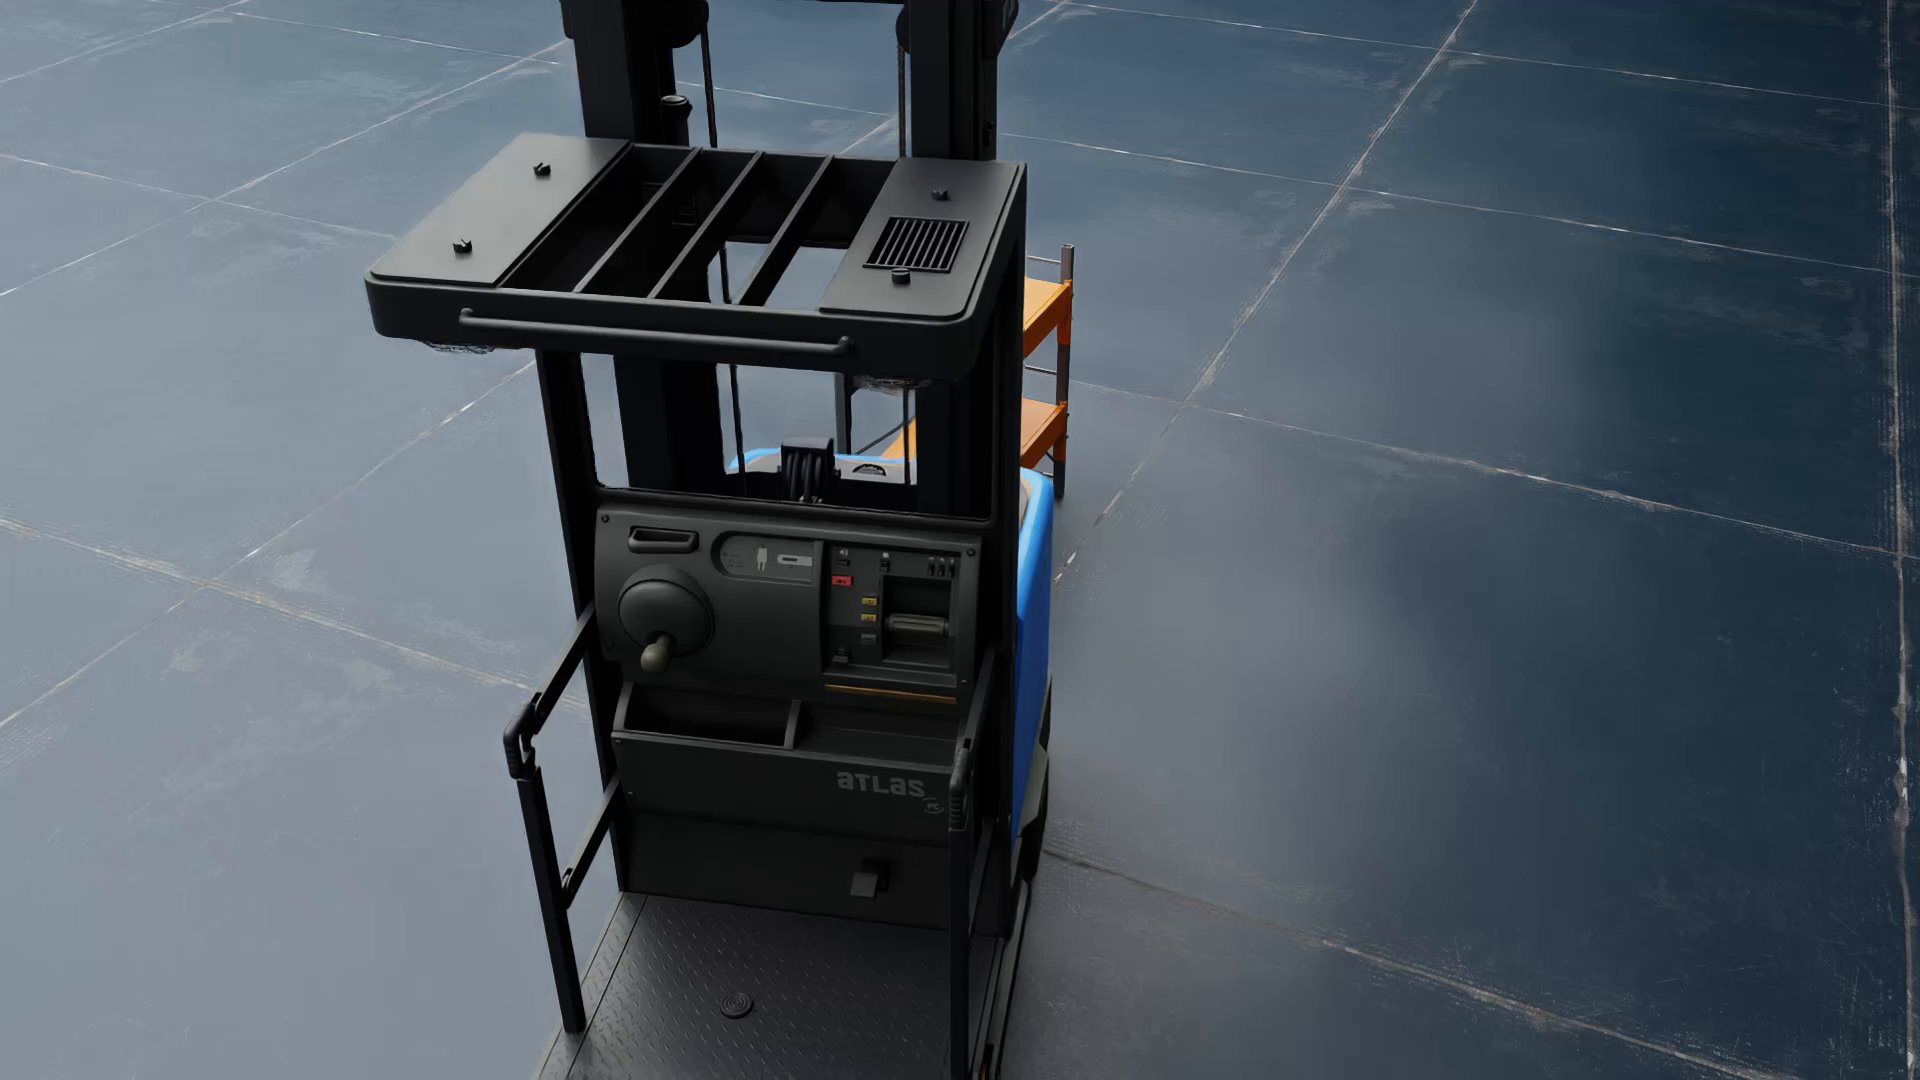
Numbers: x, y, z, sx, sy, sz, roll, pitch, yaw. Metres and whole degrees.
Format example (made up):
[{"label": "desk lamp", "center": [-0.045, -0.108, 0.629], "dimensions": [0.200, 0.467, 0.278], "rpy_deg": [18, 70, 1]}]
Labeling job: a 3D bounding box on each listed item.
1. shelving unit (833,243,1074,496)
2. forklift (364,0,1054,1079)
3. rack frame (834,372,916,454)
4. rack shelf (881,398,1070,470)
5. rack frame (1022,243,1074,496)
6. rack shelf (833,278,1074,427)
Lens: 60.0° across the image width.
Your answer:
[{"label": "shelving unit", "center": [-0.003, -0.467, 6.436], "dimensions": [0.538, 1.125, 1.048], "rpy_deg": [14, 36, 20]}, {"label": "forklift", "center": [-0.447, 0.205, 3.764], "dimensions": [1.130, 2.935, 3.031], "rpy_deg": [5, 34, 8]}, {"label": "rack frame", "center": [-0.216, -0.214, 6.050], "dimensions": [0.500, 1.125, 0.032], "rpy_deg": [14, 36, 20]}, {"label": "rack shelf", "center": [-0.003, -0.263, 6.570], "dimensions": [0.538, 0.278, 1.000], "rpy_deg": [14, 36, 20]}, {"label": "rack frame", "center": [0.210, -0.720, 6.823], "dimensions": [0.500, 1.125, 0.032], "rpy_deg": [14, 36, 20]}, {"label": "rack shelf", "center": [-0.003, -0.712, 6.276], "dimensions": [0.538, 0.278, 1.000], "rpy_deg": [14, 36, 20]}]
